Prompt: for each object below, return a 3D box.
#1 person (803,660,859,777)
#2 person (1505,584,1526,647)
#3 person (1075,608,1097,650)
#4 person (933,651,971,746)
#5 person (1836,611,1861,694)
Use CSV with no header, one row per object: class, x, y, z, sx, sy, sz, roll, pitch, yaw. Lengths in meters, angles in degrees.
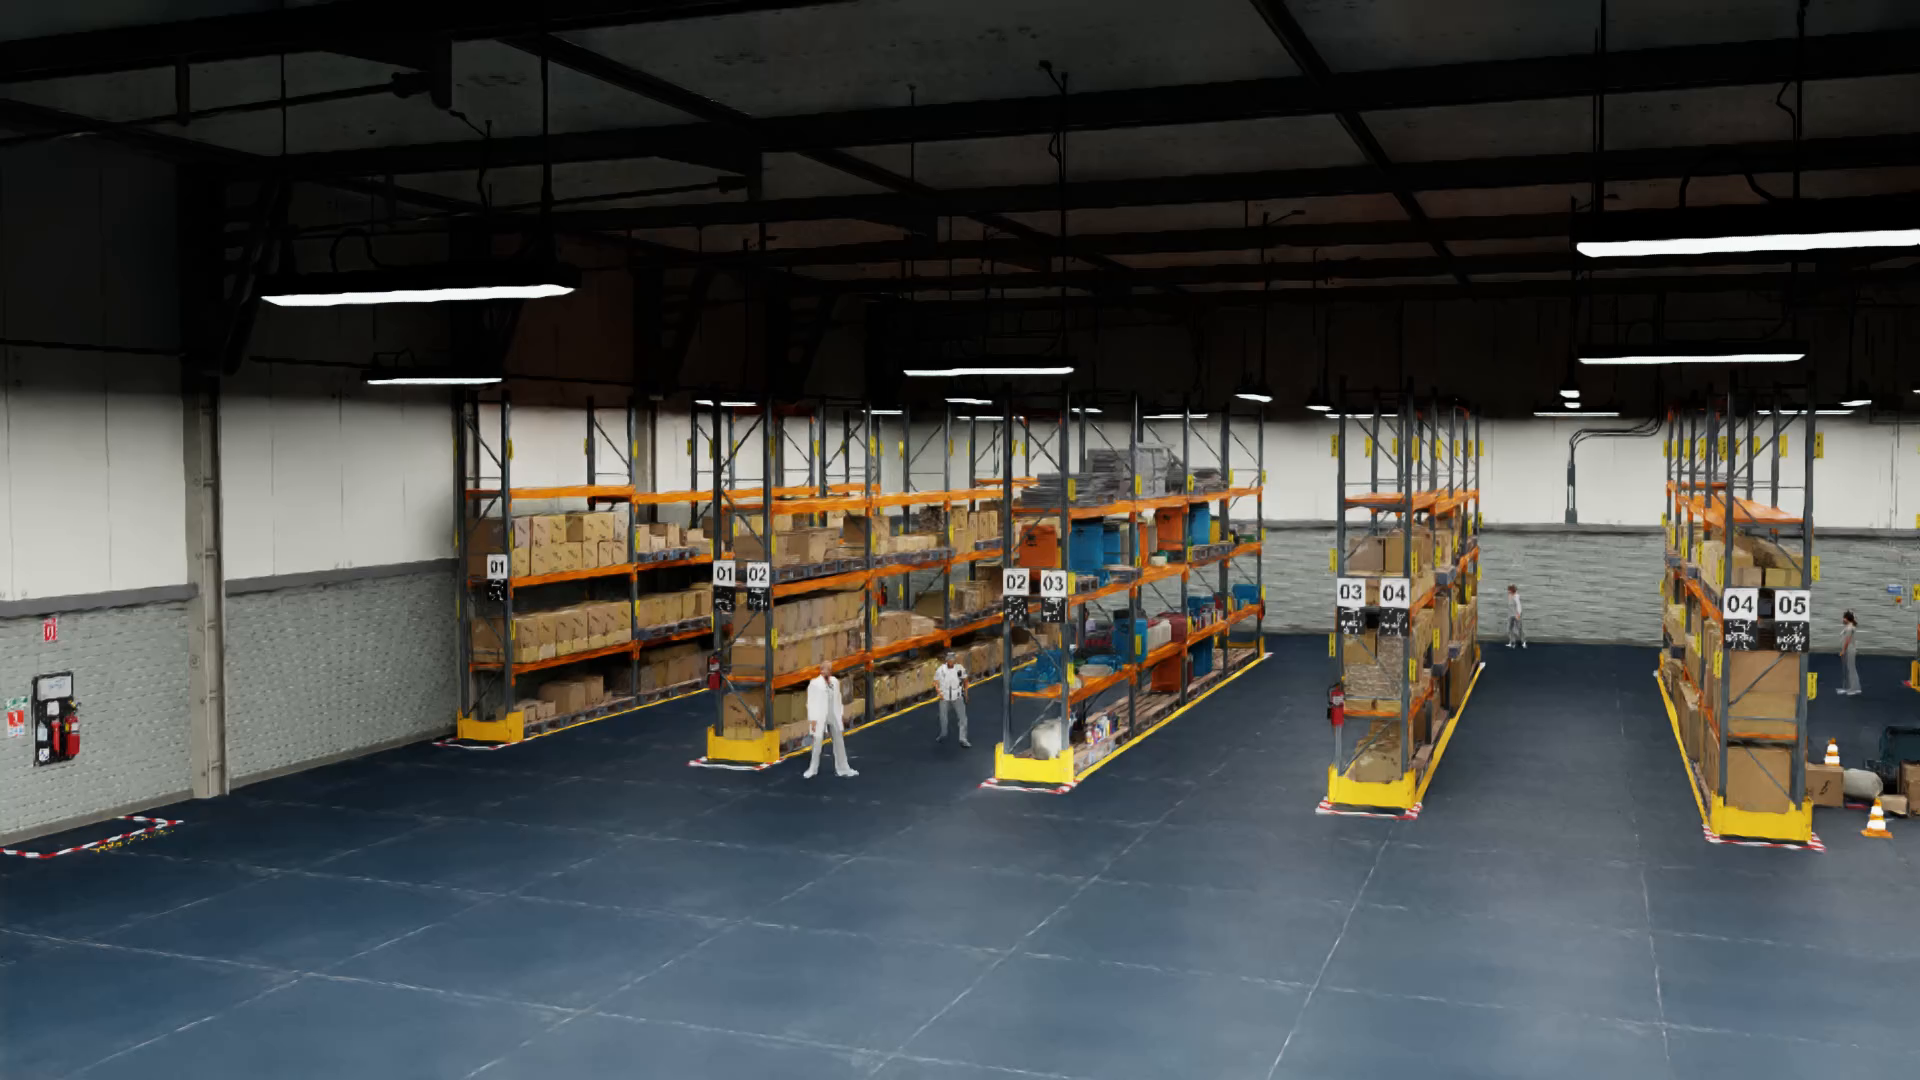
person,-1.999,2.709,25.246,0.775,1.772,0.578,-2,4,-32
person,14.013,1.898,41.896,0.531,1.561,0.443,-1,3,-21
person,2.706,2.235,35.785,0.479,1.567,1.090,1,3,23
person,-0.119,2.648,28.103,0.655,1.593,0.824,0,3,4
person,18.165,2.309,33.952,0.464,1.679,0.468,2,4,30
